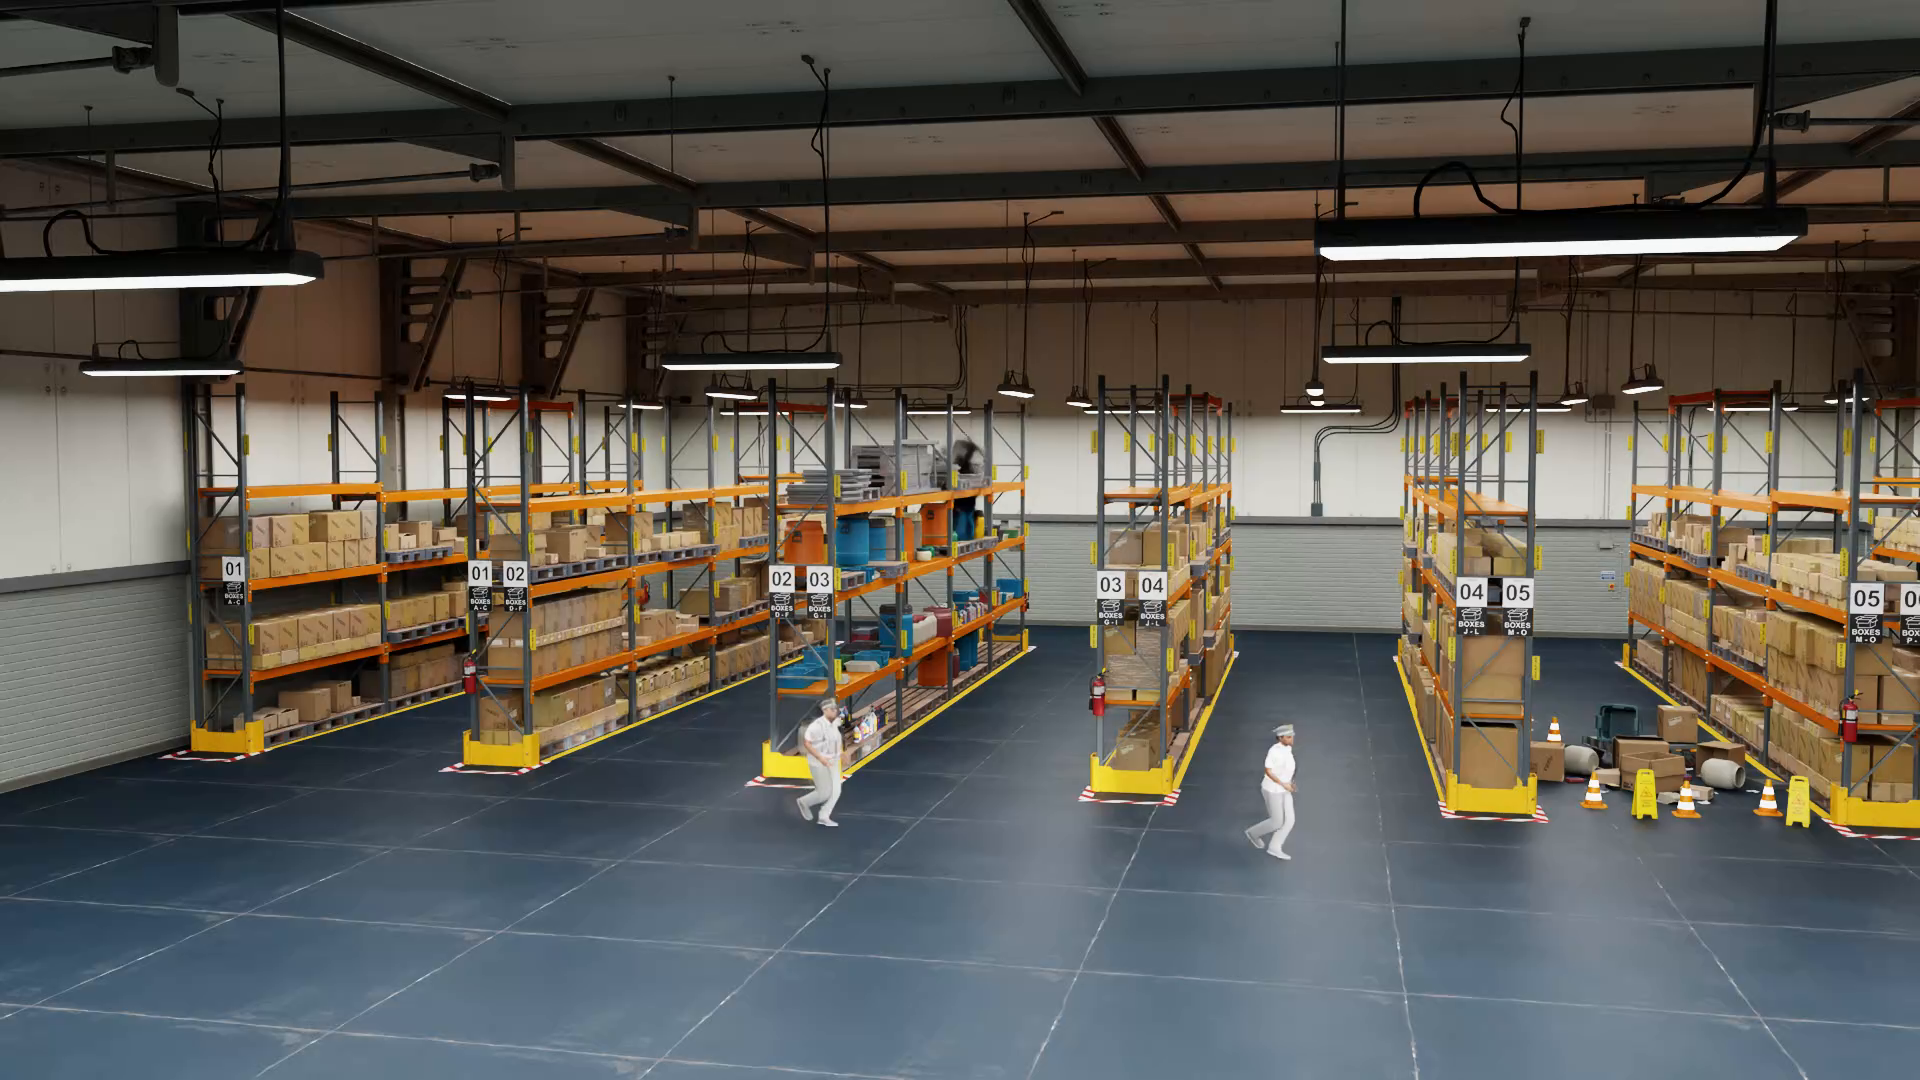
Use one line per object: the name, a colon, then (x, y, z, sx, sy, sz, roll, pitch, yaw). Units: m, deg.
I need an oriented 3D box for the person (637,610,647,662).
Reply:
person: (-7.088, 2.176, 36.598, 0.528, 1.465, 0.797, -1, 3, -12)

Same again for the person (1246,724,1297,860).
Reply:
person: (3.781, 3.036, 20.237, 0.649, 1.650, 0.562, 3, 4, 41)

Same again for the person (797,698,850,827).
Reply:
person: (-1.831, 2.903, 21.842, 0.650, 1.714, 0.664, 2, 4, 37)
